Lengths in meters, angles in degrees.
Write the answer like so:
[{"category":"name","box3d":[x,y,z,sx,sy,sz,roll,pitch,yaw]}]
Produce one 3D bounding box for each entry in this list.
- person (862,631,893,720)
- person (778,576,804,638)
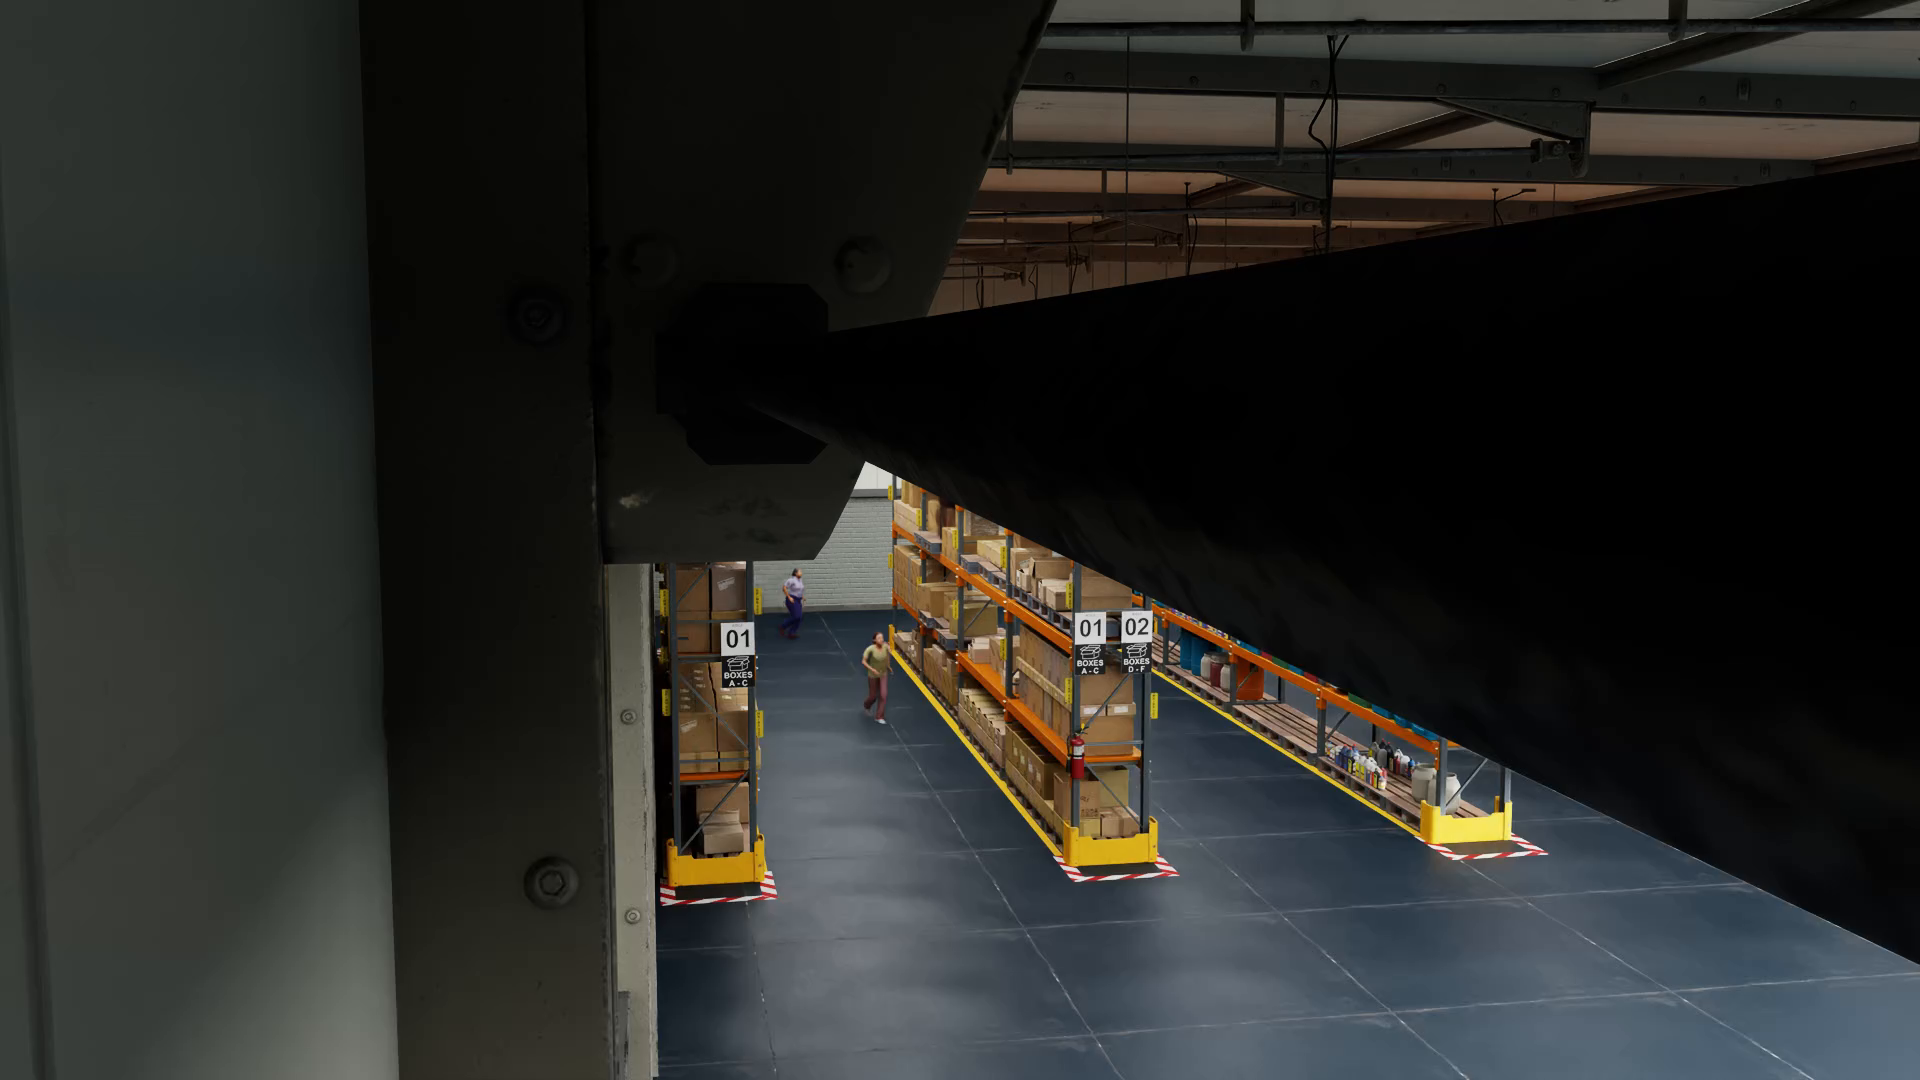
[{"category":"person","box3d":[-1.484,2.292,29.157,0.575,1.450,0.730,-3,7,-24]},{"category":"person","box3d":[-3.817,1.525,38.057,0.517,1.412,0.666,2,7,20]}]
